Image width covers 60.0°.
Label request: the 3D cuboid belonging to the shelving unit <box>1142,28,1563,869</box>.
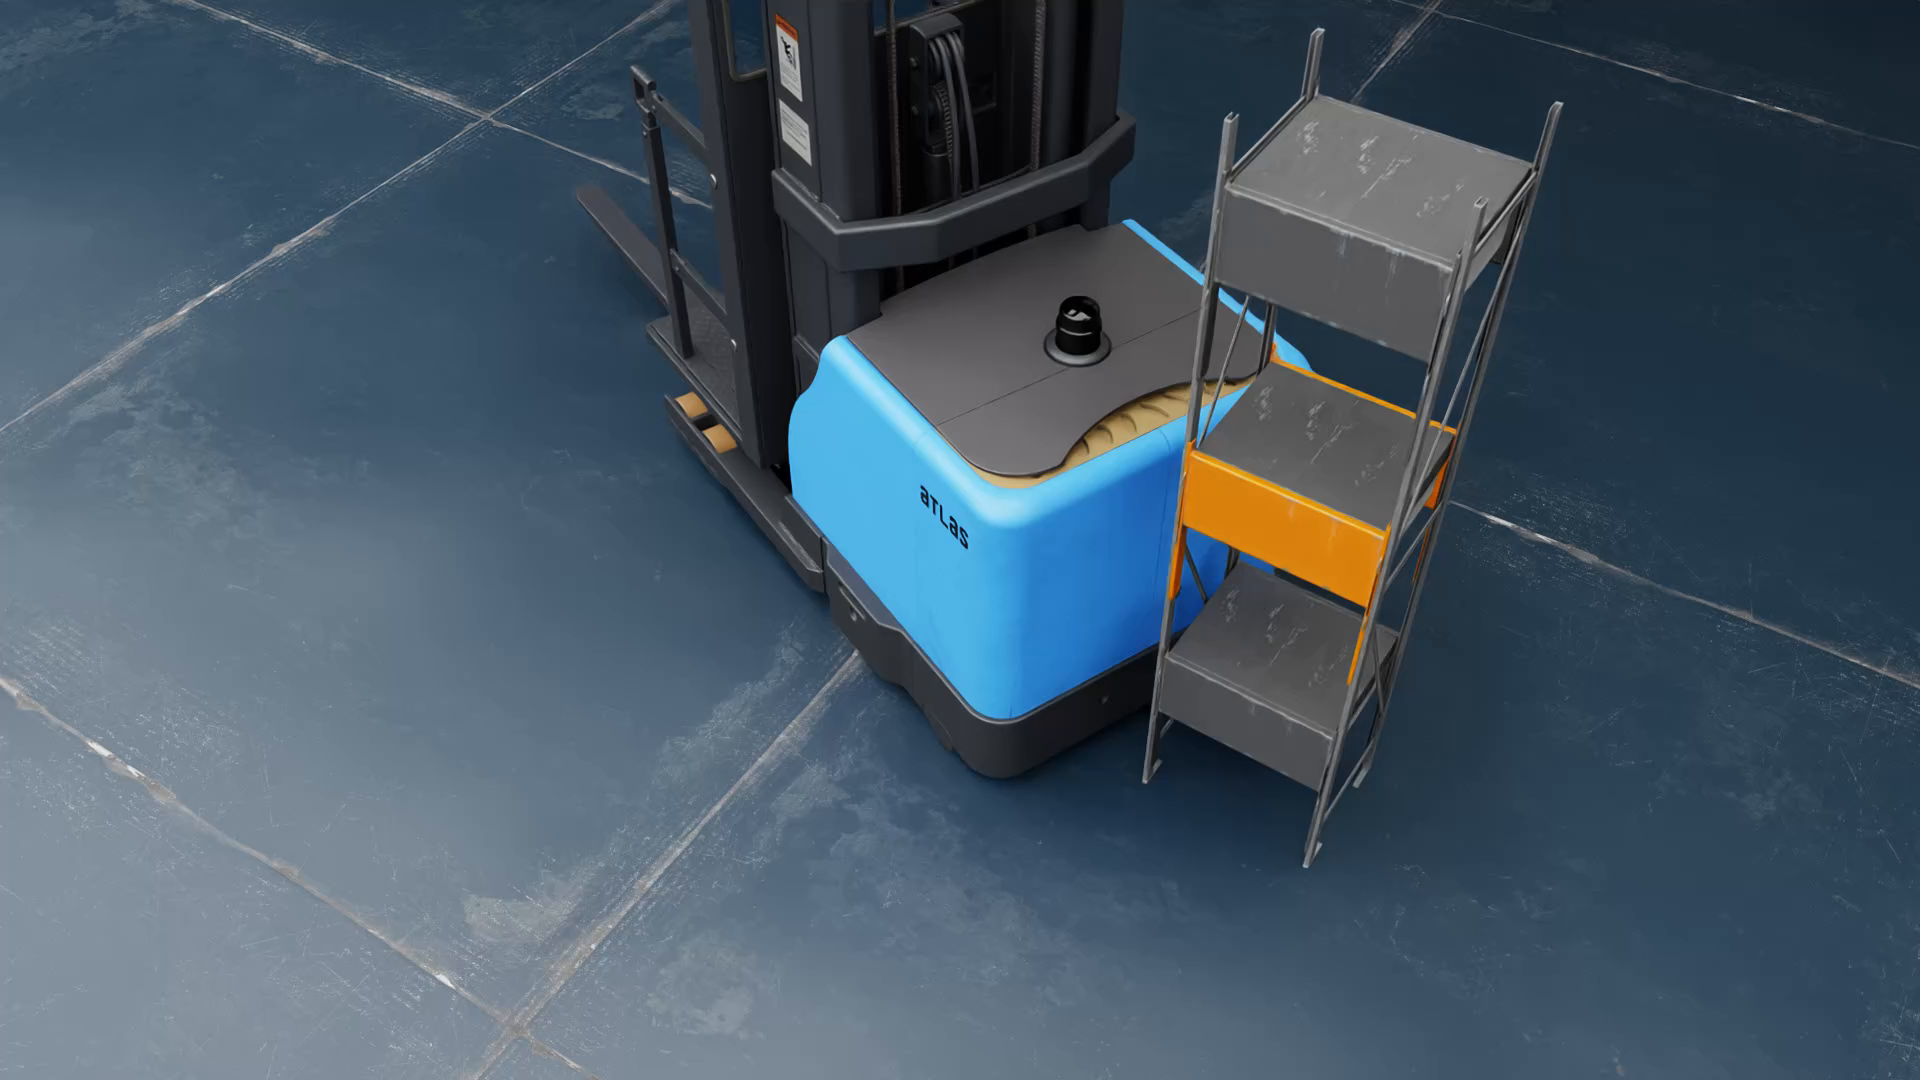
[{"bbox_3d":[0.816,-0.073,3.853,0.503,2.100,0.431,26,52,23],"label":"shelving unit"}]

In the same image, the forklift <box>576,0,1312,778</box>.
[{"bbox_3d":[-0.322,-1.406,4.573,1.130,2.935,3.031,-25,51,-23],"label":"forklift"}]

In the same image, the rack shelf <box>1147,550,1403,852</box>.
[{"bbox_3d":[0.821,0.419,4.369,0.480,0.518,0.431,26,52,23],"label":"rack shelf"}]

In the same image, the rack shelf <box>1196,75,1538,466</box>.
[{"bbox_3d":[0.811,-0.546,3.355,0.480,0.518,0.431,26,52,23],"label":"rack shelf"}]

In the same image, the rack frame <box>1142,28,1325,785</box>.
[{"bbox_3d":[0.614,-0.171,3.948,0.015,2.100,0.400,26,52,23],"label":"rack frame"}]

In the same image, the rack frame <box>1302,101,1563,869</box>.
[{"bbox_3d":[1.018,0.025,3.757,0.015,2.100,0.400,26,52,23],"label":"rack frame"}]

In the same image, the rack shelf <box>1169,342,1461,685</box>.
[{"bbox_3d":[0.816,-0.063,3.862,0.480,0.518,0.431,26,52,23],"label":"rack shelf"}]
